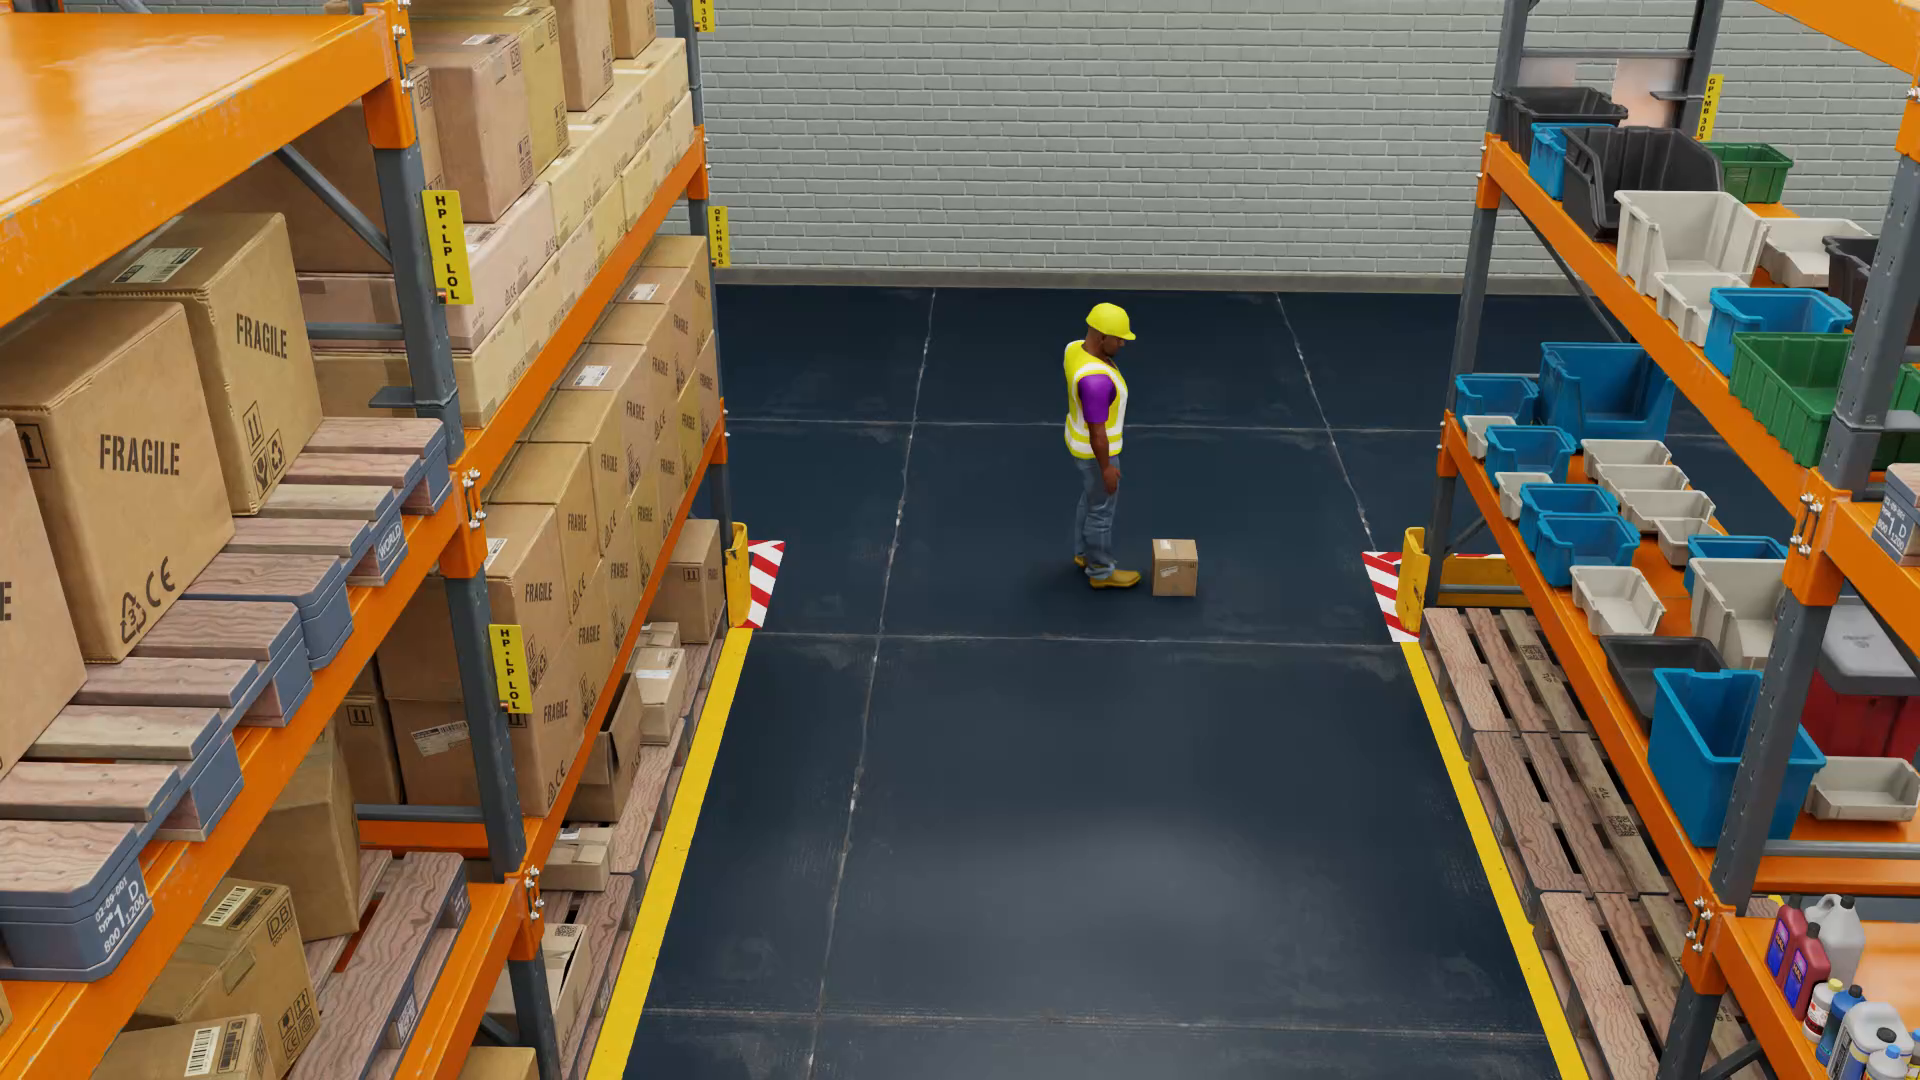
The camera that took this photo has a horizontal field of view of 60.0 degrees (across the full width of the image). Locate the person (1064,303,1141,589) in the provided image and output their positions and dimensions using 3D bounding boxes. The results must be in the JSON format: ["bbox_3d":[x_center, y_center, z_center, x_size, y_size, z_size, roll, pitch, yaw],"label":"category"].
[{"bbox_3d":[1.645,3.034,2.853,0.612,1.823,15.896,-3,28,-5],"label":"person"}]
